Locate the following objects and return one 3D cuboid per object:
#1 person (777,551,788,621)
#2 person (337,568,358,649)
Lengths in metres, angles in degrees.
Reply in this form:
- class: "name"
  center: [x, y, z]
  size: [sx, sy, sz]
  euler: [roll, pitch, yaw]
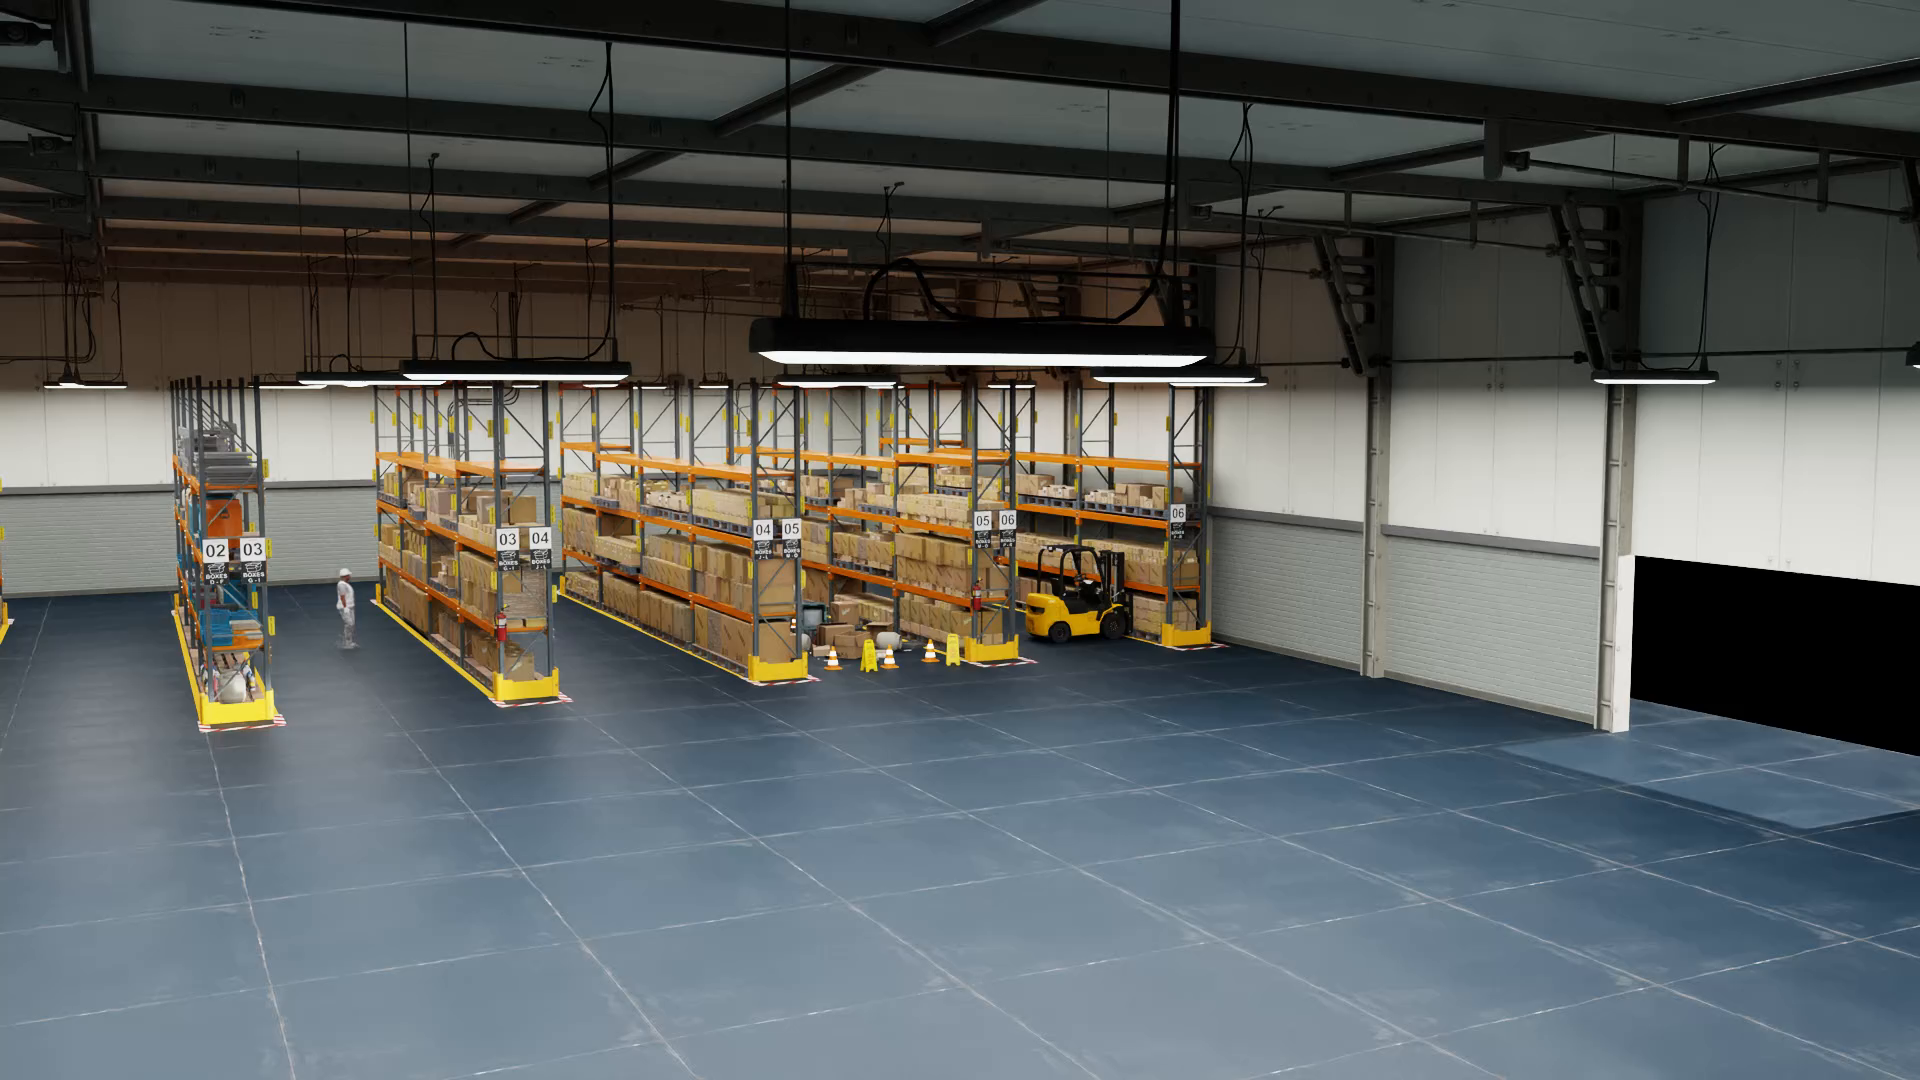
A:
- class: "person"
  center: [-4.460, 1.182, 41.253]
  size: [0.489, 1.805, 0.686]
  euler: [-4, 6, -37]
- class: "person"
  center: [-13.710, 1.552, 37.315]
  size: [0.549, 1.834, 0.563]
  euler: [0, 5, 3]
